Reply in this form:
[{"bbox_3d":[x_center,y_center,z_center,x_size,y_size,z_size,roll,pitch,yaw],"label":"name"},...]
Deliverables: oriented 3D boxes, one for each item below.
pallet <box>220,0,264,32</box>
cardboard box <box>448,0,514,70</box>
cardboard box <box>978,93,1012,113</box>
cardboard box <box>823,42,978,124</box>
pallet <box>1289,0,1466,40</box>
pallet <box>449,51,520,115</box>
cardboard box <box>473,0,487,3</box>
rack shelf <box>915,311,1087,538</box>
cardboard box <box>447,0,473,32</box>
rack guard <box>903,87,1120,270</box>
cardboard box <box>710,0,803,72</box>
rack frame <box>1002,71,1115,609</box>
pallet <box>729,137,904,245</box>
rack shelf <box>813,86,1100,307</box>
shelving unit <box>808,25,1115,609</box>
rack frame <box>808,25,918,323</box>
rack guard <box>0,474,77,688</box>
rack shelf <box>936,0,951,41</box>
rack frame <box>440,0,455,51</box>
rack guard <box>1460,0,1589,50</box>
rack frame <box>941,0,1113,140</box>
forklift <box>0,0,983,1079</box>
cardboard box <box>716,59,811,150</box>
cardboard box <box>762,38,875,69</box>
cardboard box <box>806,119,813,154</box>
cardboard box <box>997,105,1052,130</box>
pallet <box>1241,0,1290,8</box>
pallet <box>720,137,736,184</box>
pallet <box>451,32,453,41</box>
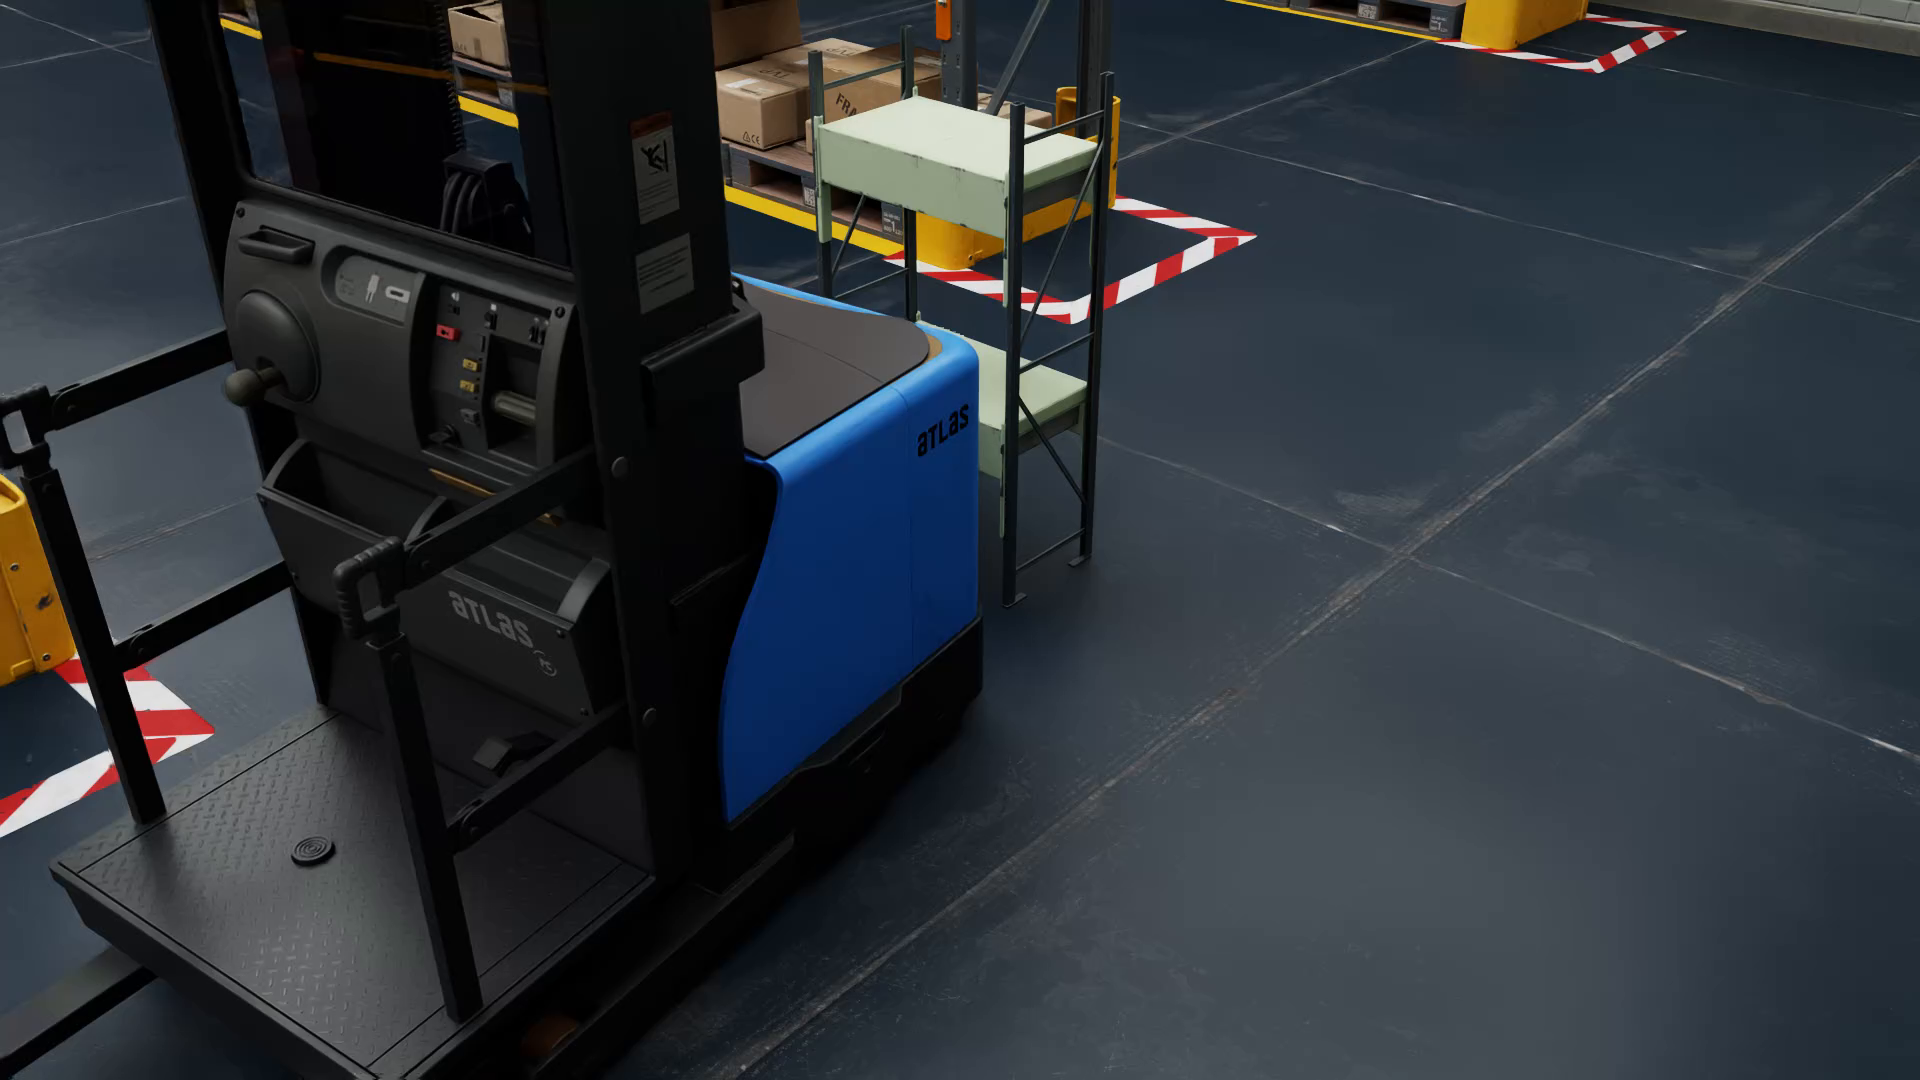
[{"bbox_3d":[-4.202,-3.571,10.978,1.213,0.211,1.003,25,39,35],"label":"pallet"},{"bbox_3d":[-2.499,-2.885,9.315,0.500,0.311,0.500,25,39,35],"label":"cardboard box"},{"bbox_3d":[0.036,-2.030,8.034,0.250,0.166,0.380,25,39,35],"label":"cardboard box"},{"bbox_3d":[-0.268,-1.904,7.502,0.500,0.500,0.500,25,39,35],"label":"cardboard box"},{"bbox_3d":[2.977,-3.640,11.092,1.213,0.211,1.003,25,39,35],"label":"pallet"},{"bbox_3d":[-2.156,-2.644,9.438,1.213,0.211,1.003,25,39,35],"label":"pallet"},{"bbox_3d":[-2.860,-3.455,10.078,0.500,0.500,0.500,23,38,33],"label":"cardboard box"},{"bbox_3d":[-0.005,-0.366,5.035,0.720,0.370,0.431,25,39,35],"label":"rack shelf"},{"bbox_3d":[-3.223,-3.256,9.747,0.500,0.500,0.500,25,39,35],"label":"cardboard box"},{"bbox_3d":[0.244,-1.648,7.503,0.348,0.500,1.175,25,39,35],"label":"rack guard"},{"bbox_3d":[-1.269,-2.548,8.567,0.637,0.503,0.797,25,39,35],"label":"cardboard box"},{"bbox_3d":[0.266,-0.518,4.657,0.023,1.500,0.400,25,39,35],"label":"rack frame"},{"bbox_3d":[-0.347,-1.800,8.035,1.213,0.211,1.003,25,39,35],"label":"pallet"},{"bbox_3d":[-0.005,-0.979,4.666,0.720,0.370,0.431,25,39,35],"label":"rack shelf"},{"bbox_3d":[-0.005,-0.645,4.867,0.755,1.500,0.431,25,39,35],"label":"shelving unit"},{"bbox_3d":[-0.276,-0.772,5.077,0.023,1.500,0.400,25,39,35],"label":"rack frame"},{"bbox_3d":[-2.999,0.275,4.309,0.348,0.500,1.175,25,39,35],"label":"rack guard"},{"bbox_3d":[-1.182,-3.076,8.150,4.000,0.370,1.077,25,39,35],"label":"rack shelf"},{"bbox_3d":[-2.665,-4.077,9.114,0.127,3.000,1.000,25,39,35],"label":"rack frame"},{"bbox_3d":[3.640,-3.509,10.594,0.348,0.500,1.175,25,39,35],"label":"rack guard"},{"bbox_3d":[0.301,-2.692,6.814,0.127,3.000,1.000,25,39,35],"label":"rack frame"},{"bbox_3d":[-1.181,-0.326,2.949,1.130,2.935,3.031,19,36,29],"label":"forklift"},{"bbox_3d":[-0.952,-2.137,8.131,0.500,0.250,0.500,25,39,35],"label":"cardboard box"},{"bbox_3d":[-0.653,-2.346,8.478,0.500,0.250,0.500,25,39,35],"label":"cardboard box"},{"bbox_3d":[-0.508,-1.936,7.878,0.250,0.166,0.380,25,39,35],"label":"cardboard box"},{"bbox_3d":[0.221,-1.936,7.895,0.250,0.149,0.380,25,39,35],"label":"cardboard box"},{"bbox_3d":[2.076,-4.062,11.794,1.213,0.211,1.003,25,39,35],"label":"pallet"},{"bbox_3d":[-1.248,-2.222,8.736,1.213,0.211,1.003,25,39,35],"label":"pallet"},{"bbox_3d":[-3.293,-3.149,10.277,1.213,0.211,1.003,25,39,35],"label":"pallet"}]
